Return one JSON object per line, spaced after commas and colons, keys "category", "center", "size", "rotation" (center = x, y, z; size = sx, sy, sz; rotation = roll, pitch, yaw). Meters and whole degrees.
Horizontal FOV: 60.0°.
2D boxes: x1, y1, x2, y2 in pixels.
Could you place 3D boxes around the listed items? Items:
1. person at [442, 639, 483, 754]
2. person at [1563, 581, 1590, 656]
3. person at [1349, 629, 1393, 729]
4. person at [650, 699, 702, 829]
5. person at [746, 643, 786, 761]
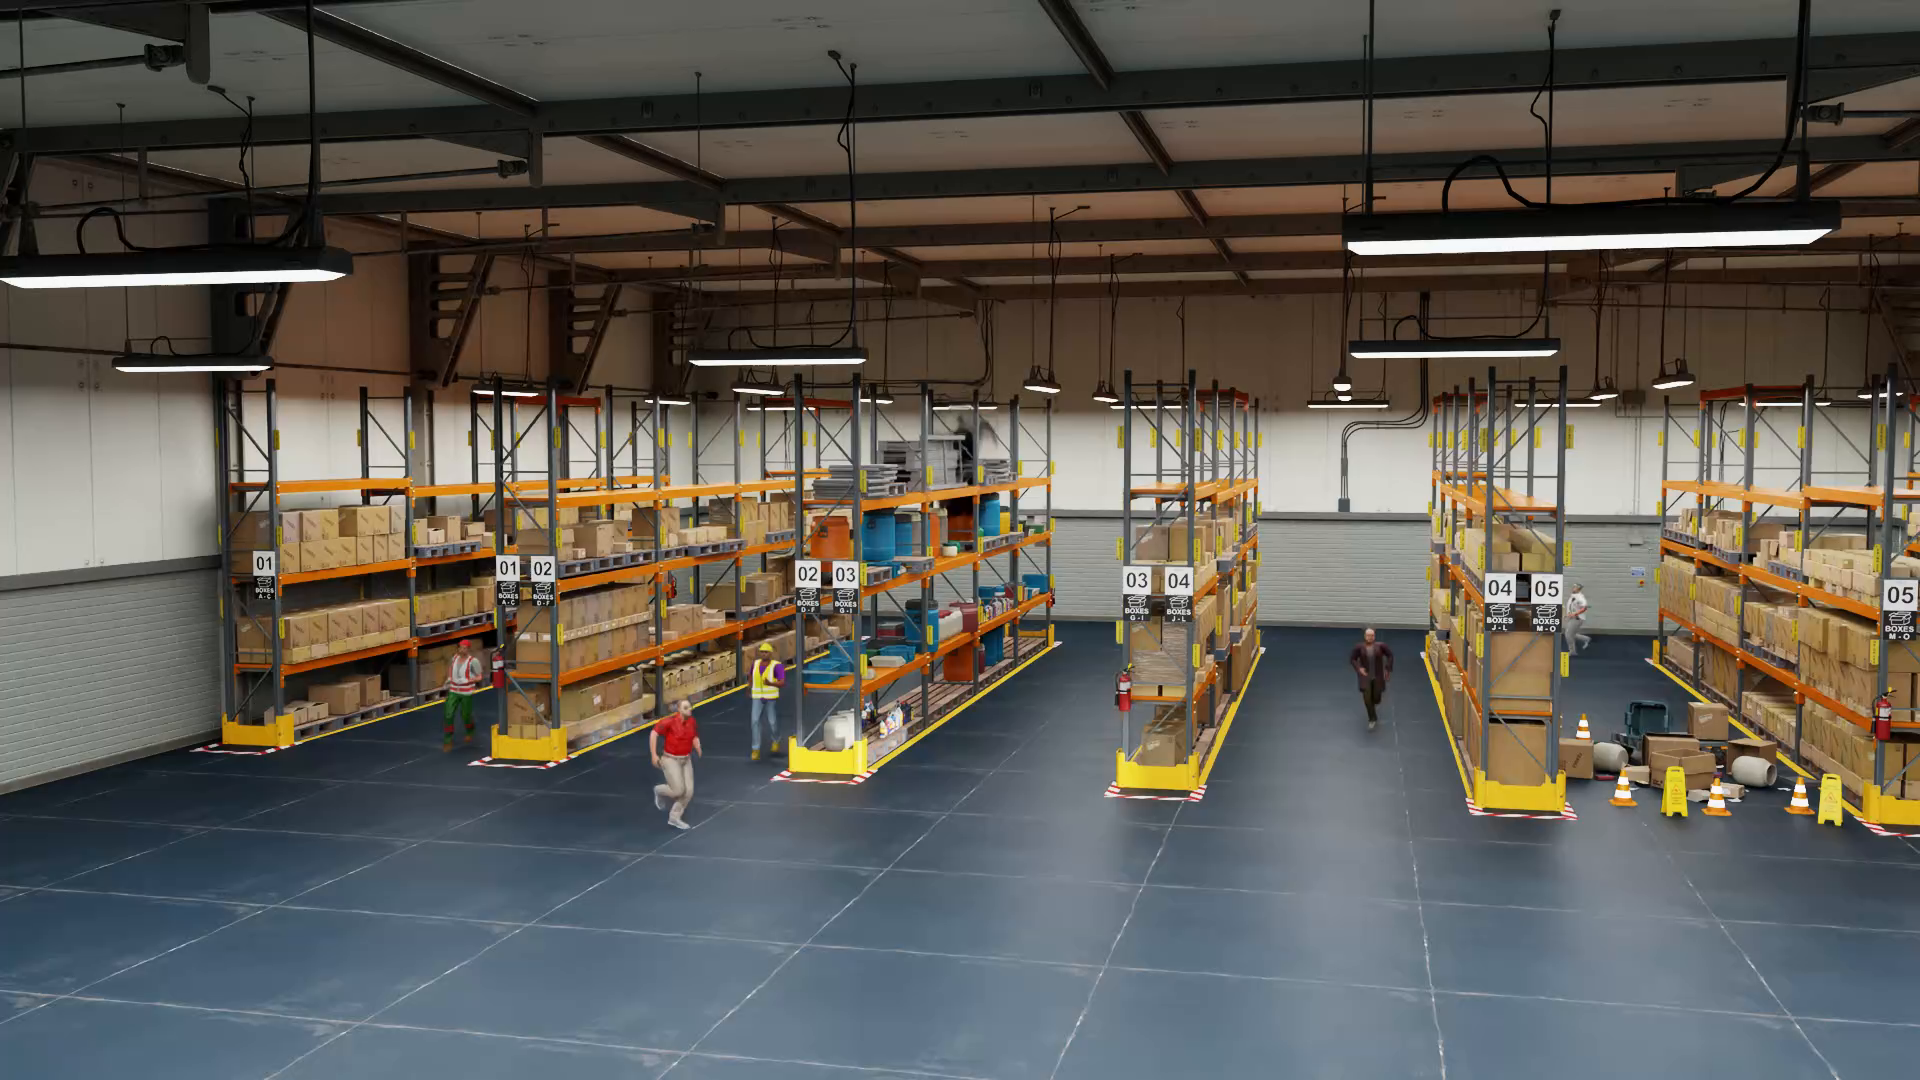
{"category": "person", "center": [-8.042, 2.507, 26.961], "size": [0.683, 1.829, 0.889], "rotation": [0, 3, 8]}
{"category": "person", "center": [14.346, 1.825, 38.609], "size": [0.644, 1.745, 0.665], "rotation": [0, 3, 6]}
{"category": "person", "center": [7.182, 2.415, 29.085], "size": [0.731, 1.739, 0.679], "rotation": [1, 3, 10]}
{"category": "person", "center": [-3.665, 2.891, 21.549], "size": [0.705, 1.686, 0.702], "rotation": [3, 4, 40]}
{"category": "person", "center": [-3.070, 2.525, 26.272], "size": [0.683, 1.803, 0.850], "rotation": [1, 3, 10]}
